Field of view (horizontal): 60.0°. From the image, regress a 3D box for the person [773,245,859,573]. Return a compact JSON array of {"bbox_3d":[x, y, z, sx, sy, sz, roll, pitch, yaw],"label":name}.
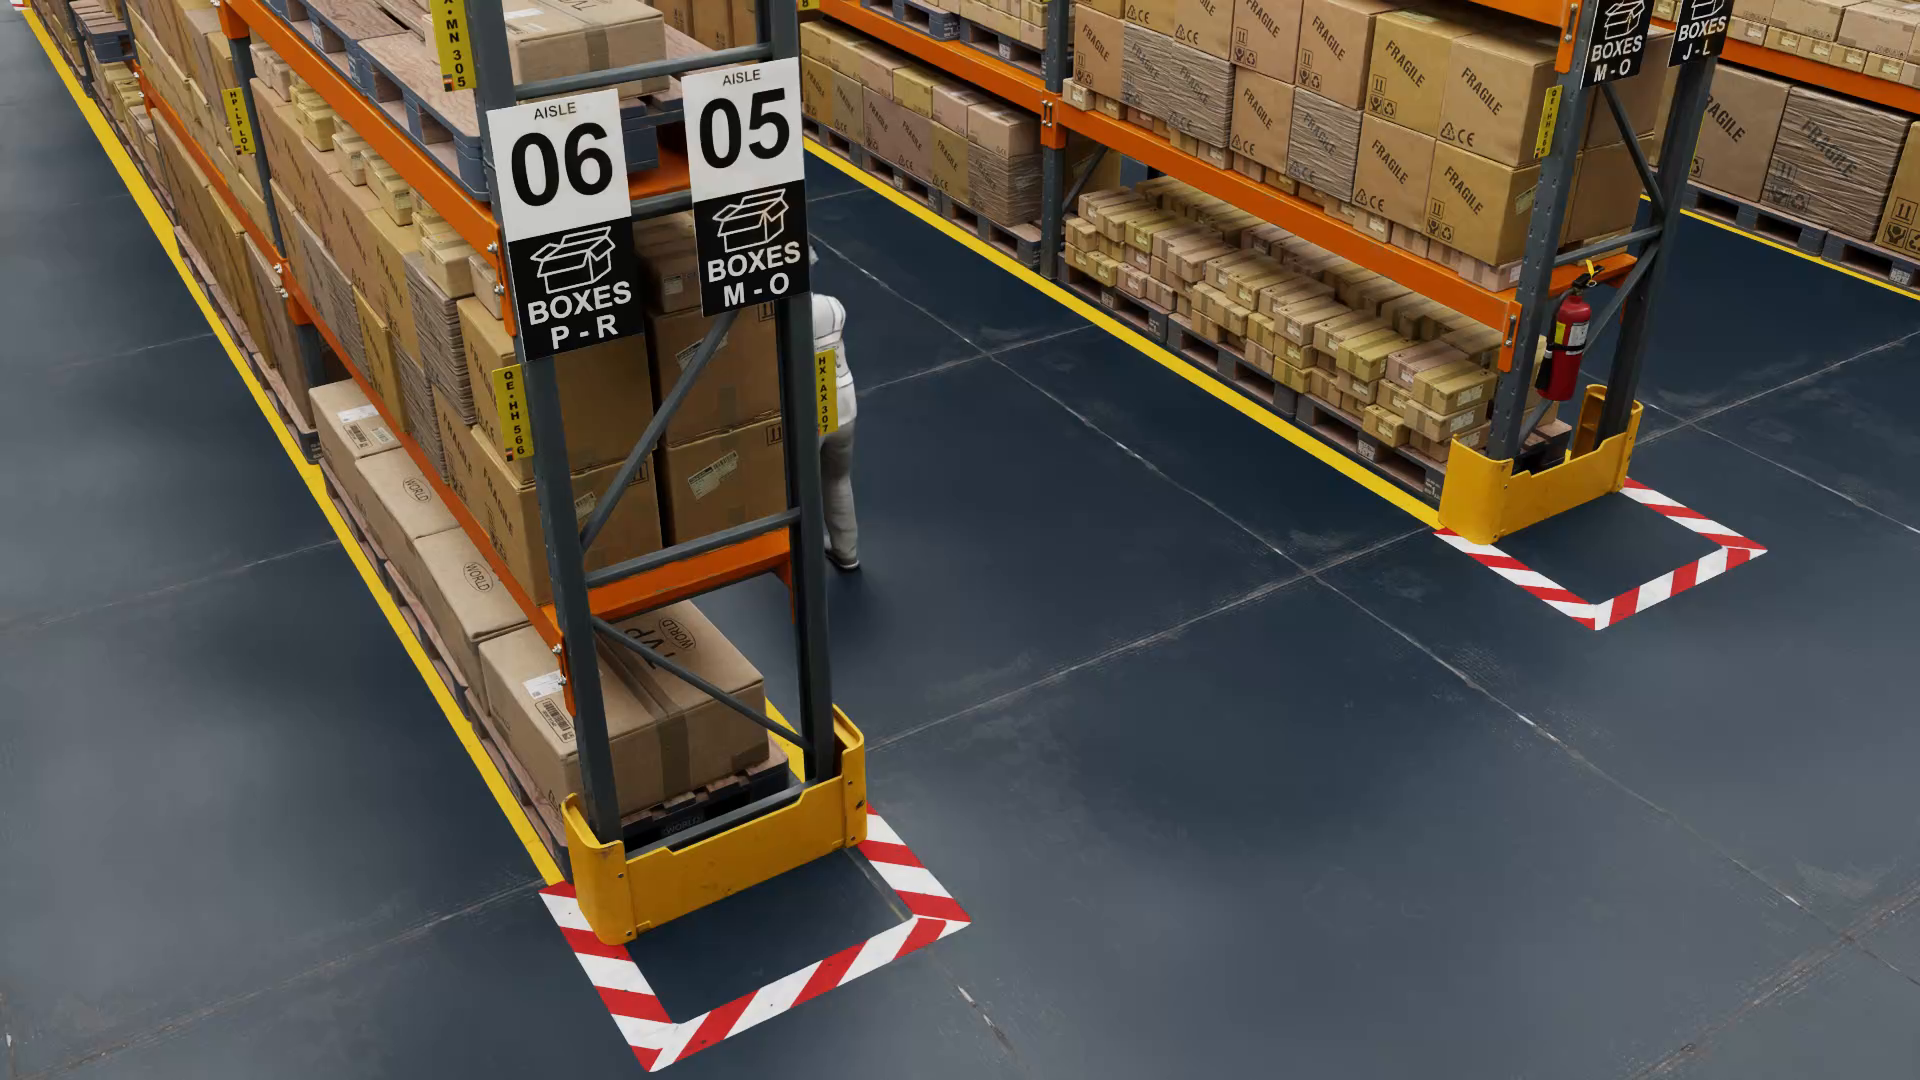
[{"bbox_3d":[-0.787,-0.623,8.120,0.486,1.753,0.589,-20,37,-28],"label":"person"}]
